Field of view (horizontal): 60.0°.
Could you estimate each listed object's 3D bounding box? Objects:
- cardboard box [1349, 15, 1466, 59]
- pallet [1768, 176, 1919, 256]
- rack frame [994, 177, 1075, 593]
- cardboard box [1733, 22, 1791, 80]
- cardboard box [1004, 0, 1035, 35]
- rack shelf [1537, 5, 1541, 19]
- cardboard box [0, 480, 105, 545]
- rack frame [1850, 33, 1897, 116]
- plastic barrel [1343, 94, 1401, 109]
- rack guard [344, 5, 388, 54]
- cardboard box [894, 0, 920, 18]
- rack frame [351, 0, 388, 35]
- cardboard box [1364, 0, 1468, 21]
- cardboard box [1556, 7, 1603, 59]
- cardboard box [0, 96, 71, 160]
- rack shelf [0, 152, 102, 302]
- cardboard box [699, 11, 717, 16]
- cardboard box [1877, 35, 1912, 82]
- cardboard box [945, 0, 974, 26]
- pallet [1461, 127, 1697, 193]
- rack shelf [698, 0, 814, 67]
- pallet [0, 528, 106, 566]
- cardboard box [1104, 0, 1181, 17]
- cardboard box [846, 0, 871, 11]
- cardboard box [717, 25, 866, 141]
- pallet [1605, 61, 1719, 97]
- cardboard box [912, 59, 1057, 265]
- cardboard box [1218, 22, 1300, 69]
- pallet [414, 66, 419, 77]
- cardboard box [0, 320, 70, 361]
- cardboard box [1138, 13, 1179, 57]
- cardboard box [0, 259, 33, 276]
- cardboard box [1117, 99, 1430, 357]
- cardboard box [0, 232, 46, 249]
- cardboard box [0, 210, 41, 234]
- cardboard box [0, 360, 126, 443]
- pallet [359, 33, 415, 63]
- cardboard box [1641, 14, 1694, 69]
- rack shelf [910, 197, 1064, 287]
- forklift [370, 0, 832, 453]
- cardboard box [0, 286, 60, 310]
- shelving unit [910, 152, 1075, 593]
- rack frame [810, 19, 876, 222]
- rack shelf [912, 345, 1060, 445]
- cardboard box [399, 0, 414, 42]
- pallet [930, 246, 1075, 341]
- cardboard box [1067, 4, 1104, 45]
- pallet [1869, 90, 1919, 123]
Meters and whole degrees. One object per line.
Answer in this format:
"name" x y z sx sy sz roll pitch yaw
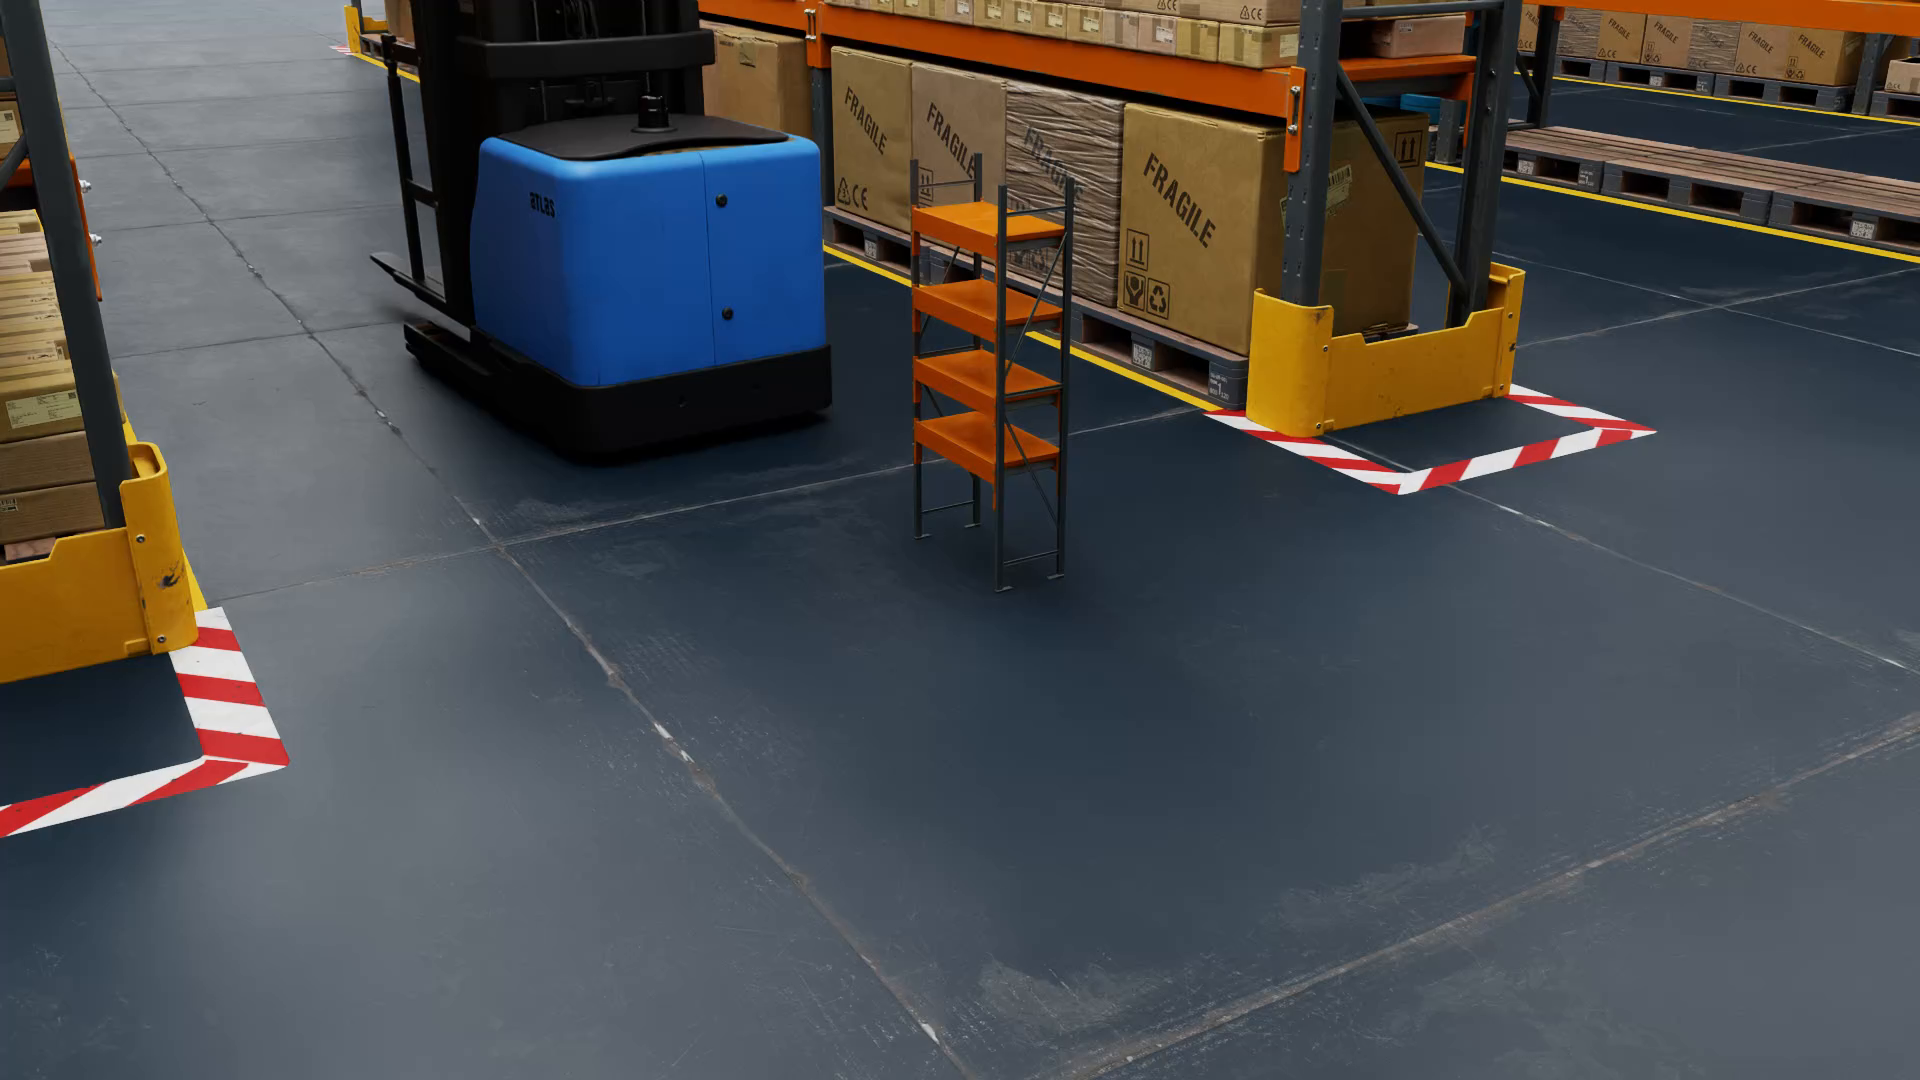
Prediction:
"cardboard box" 1.771 -2.001 6.585 0.380 0.149 0.250 -12 25 -28
"pallet" 5.538 -1.874 9.643 1.003 0.211 1.213 -13 25 -28
"rack frame" 0.209 -0.423 4.759 0.240 1.200 0.015 -13 25 -28
"cardboard box" 7.399 -4.450 15.012 0.500 0.500 0.500 -13 25 -28
"cardboard box" 0.423 -2.370 7.491 0.380 0.149 0.250 -12 25 -27
"rack shelf" 2.861 -4.501 13.356 1.077 0.370 4.000 -13 25 -28
"cardboard box" -2.640 -0.123 4.858 0.380 0.149 0.250 -12 25 -27
"rack frame" 8.143 -5.138 13.969 1.000 3.000 0.127 -13 25 -28
"plastic barrel" 3.258 -3.818 12.949 0.600 0.901 0.708 -13 25 -28
"rack guard" -6.466 -5.936 19.251 1.175 0.500 0.348 -13 25 -28
"cardboard box" -0.105 -2.703 8.311 0.380 0.149 0.250 -13 26 -30
"rack frame" -6.505 -7.118 18.841 1.000 3.000 0.127 -13 25 -28
"cardboard box" 1.655 -2.215 6.581 0.500 0.250 0.500 -13 26 -30
"cardboard box" 6.359 -5.108 16.631 0.500 0.500 0.500 -14 26 -30
"cardboard box" -2.531 -1.069 4.292 0.380 0.149 0.250 -13 25 -29
"rack shelf" -3.669 -1.332 5.560 1.077 0.370 4.000 -13 25 -28
"cardboard box" -1.635 -3.222 11.518 1.225 0.875 0.875 -13 25 -28
"cardboard box" 8.106 -4.387 14.857 0.500 0.500 0.500 -14 26 -31
"cardboard box" 0.153 -2.538 7.906 0.380 0.149 0.250 -12 25 -28
"pallet" 4.292 -2.664 11.586 1.003 0.211 1.213 -13 25 -28
"rack shelf" -1.397 -3.548 11.012 1.077 0.370 4.000 -13 25 -28
"pallet" -3.071 -0.020 5.081 1.003 0.211 1.213 -13 25 -28
"cardboard box" 0.934 -2.278 6.735 0.500 0.250 0.500 -13 26 -29
"cardboard box" -0.376 -2.873 8.729 0.380 0.149 0.250 -14 26 -30
"cardboard box" -0.719 -2.648 10.105 1.225 0.875 0.875 -13 25 -28
"pallet" 7.068 -4.498 16.097 1.003 0.211 1.213 -13 25 -28
"cardboard box" 0.353 -1.924 8.325 0.875 0.875 0.875 -13 25 -28
"cardboard box" 1.203 -1.875 6.274 0.380 0.149 0.250 -12 25 -27
"pallet" -4.835 -4.742 16.699 1.003 0.211 1.213 -13 25 -28
"cardboard box" -2.886 -0.574 5.180 0.380 0.149 0.250 -13 25 -28
"cardboard box" 0.941 -2.040 6.681 0.380 0.149 0.250 -13 25 -28
"cardboard box" -3.523 -0.887 5.949 0.380 0.149 0.250 -13 25 -28
"cardboard box" 1.272 -1.341 6.891 0.875 0.875 0.875 -13 25 -28
"cardboard box" -3.704 -1.074 6.408 0.380 0.149 0.250 -14 26 -31
"cardboard box" -3.987 -1.243 6.823 0.380 0.149 0.250 -13 25 -29
"cardboard box" -2.623 -0.402 4.756 0.380 0.149 0.250 -14 26 -31
"pallet" -6.081 -5.532 18.642 1.003 0.211 1.213 -13 25 -28
"cardboard box" 6.882 -4.777 15.816 0.500 0.500 0.500 -14 26 -30
"rack shelf" 0.085 -0.866 4.806 0.258 0.148 0.480 -13 25 -28
"forklift" -1.751 -2.162 6.739 1.130 2.935 3.031 -15 26 -32
"cardboard box" -3.217 -0.730 5.563 0.380 0.149 0.250 -12 25 -26
"shelving unit" 0.085 -0.502 4.954 0.258 1.200 0.503 -13 25 -28
"rack frame" -0.375 -3.234 9.284 1.000 3.000 0.127 -13 25 -28
"rack shelf" 0.085 -0.440 4.979 0.258 0.148 0.480 -13 25 -28
"cardboard box" -5.865 -5.763 18.268 0.500 0.500 0.500 -6 23 -14
"pallet" 0.573 -1.286 8.194 1.003 0.211 1.213 -13 25 -28
"cardboard box" 0.680 -2.205 7.086 0.380 0.149 0.250 -13 26 -29
"pallet" 8.493 -3.624 13.947 1.003 0.211 1.213 -13 25 -28
